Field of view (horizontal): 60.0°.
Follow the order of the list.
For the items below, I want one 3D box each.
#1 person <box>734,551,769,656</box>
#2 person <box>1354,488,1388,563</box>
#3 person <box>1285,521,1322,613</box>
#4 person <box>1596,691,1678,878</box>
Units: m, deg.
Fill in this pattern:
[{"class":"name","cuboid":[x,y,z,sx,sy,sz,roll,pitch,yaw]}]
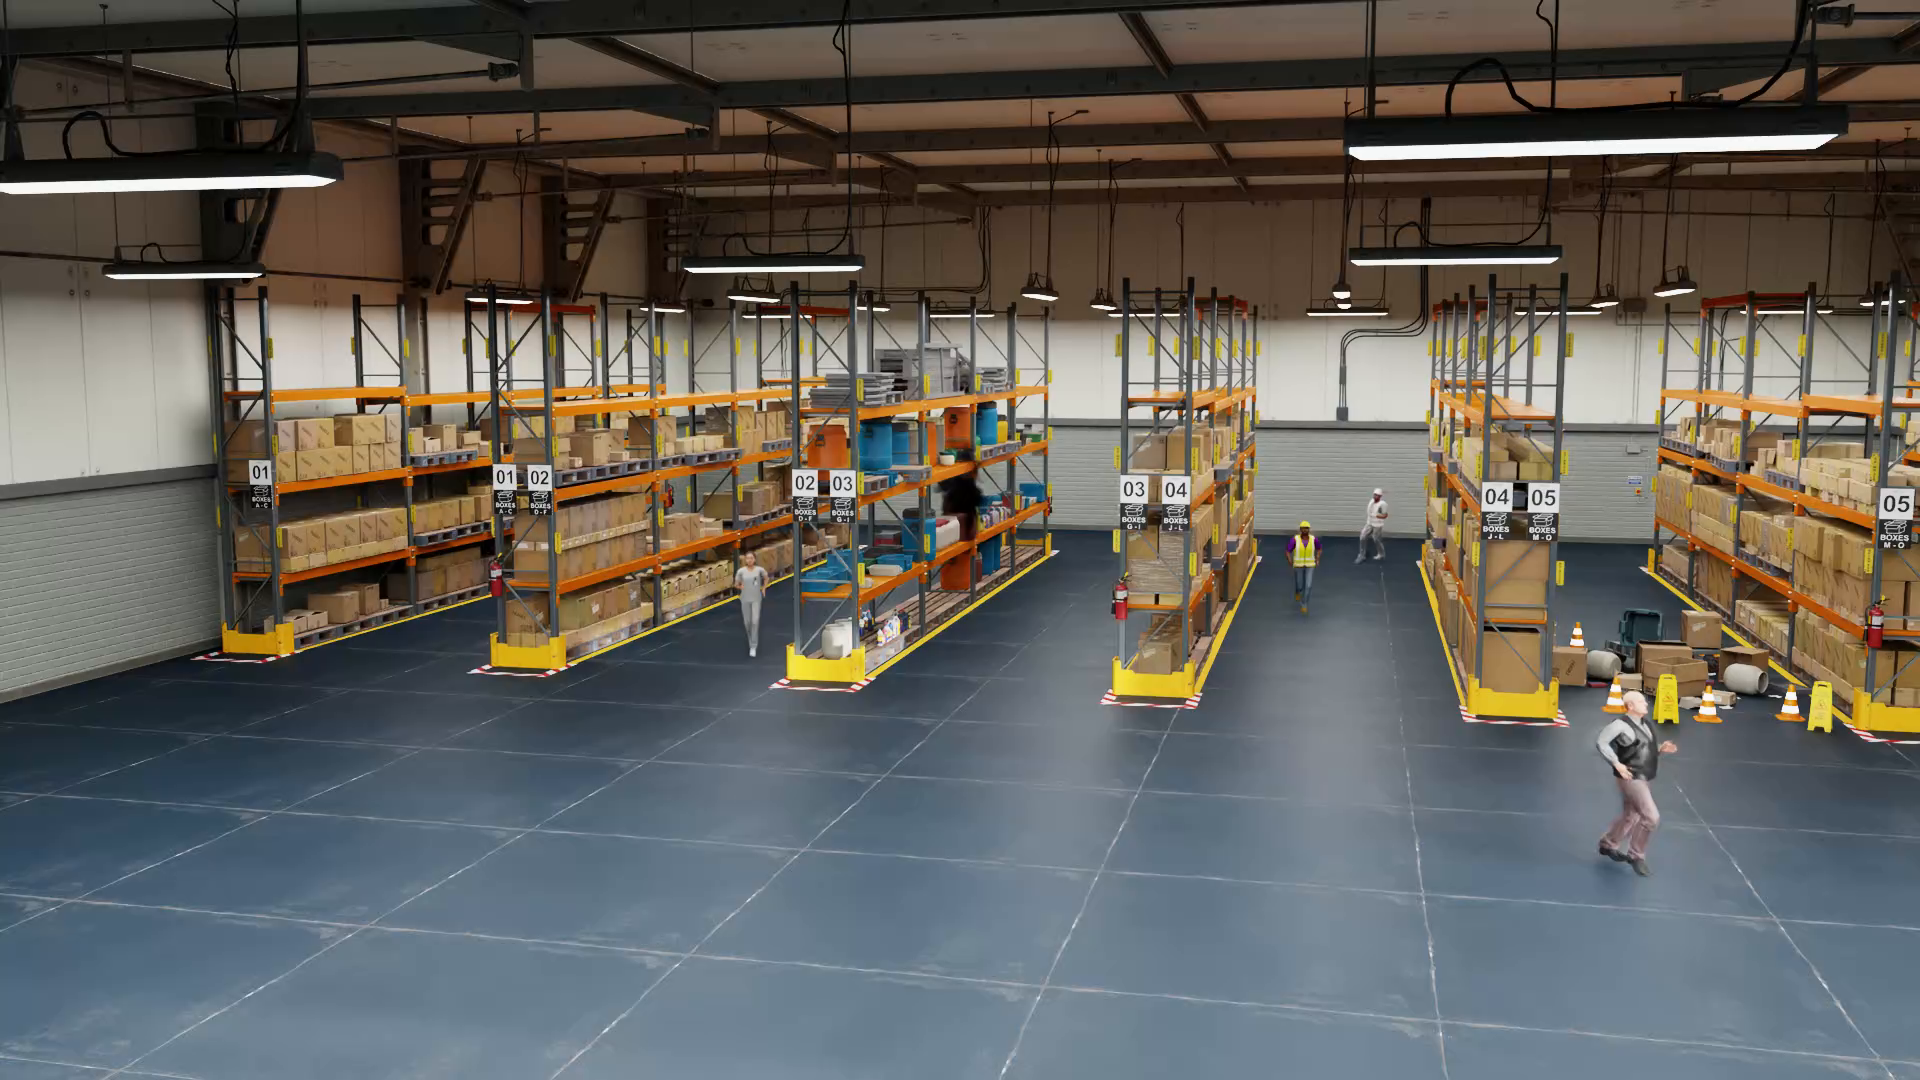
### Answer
[{"class":"person","cuboid":[-3.436,1.012,27.344,0.565,1.673,0.951,0,7,-2]},{"class":"person","cuboid":[9.774,-0.323,38.972,0.769,1.803,0.756,-4,8,-31]},{"class":"person","cuboid":[6.579,0.501,31.796,0.705,1.736,0.744,1,7,6]},{"class":"person","cuboid":[6.477,2.333,15.945,0.715,1.771,0.637,6,9,43]}]
